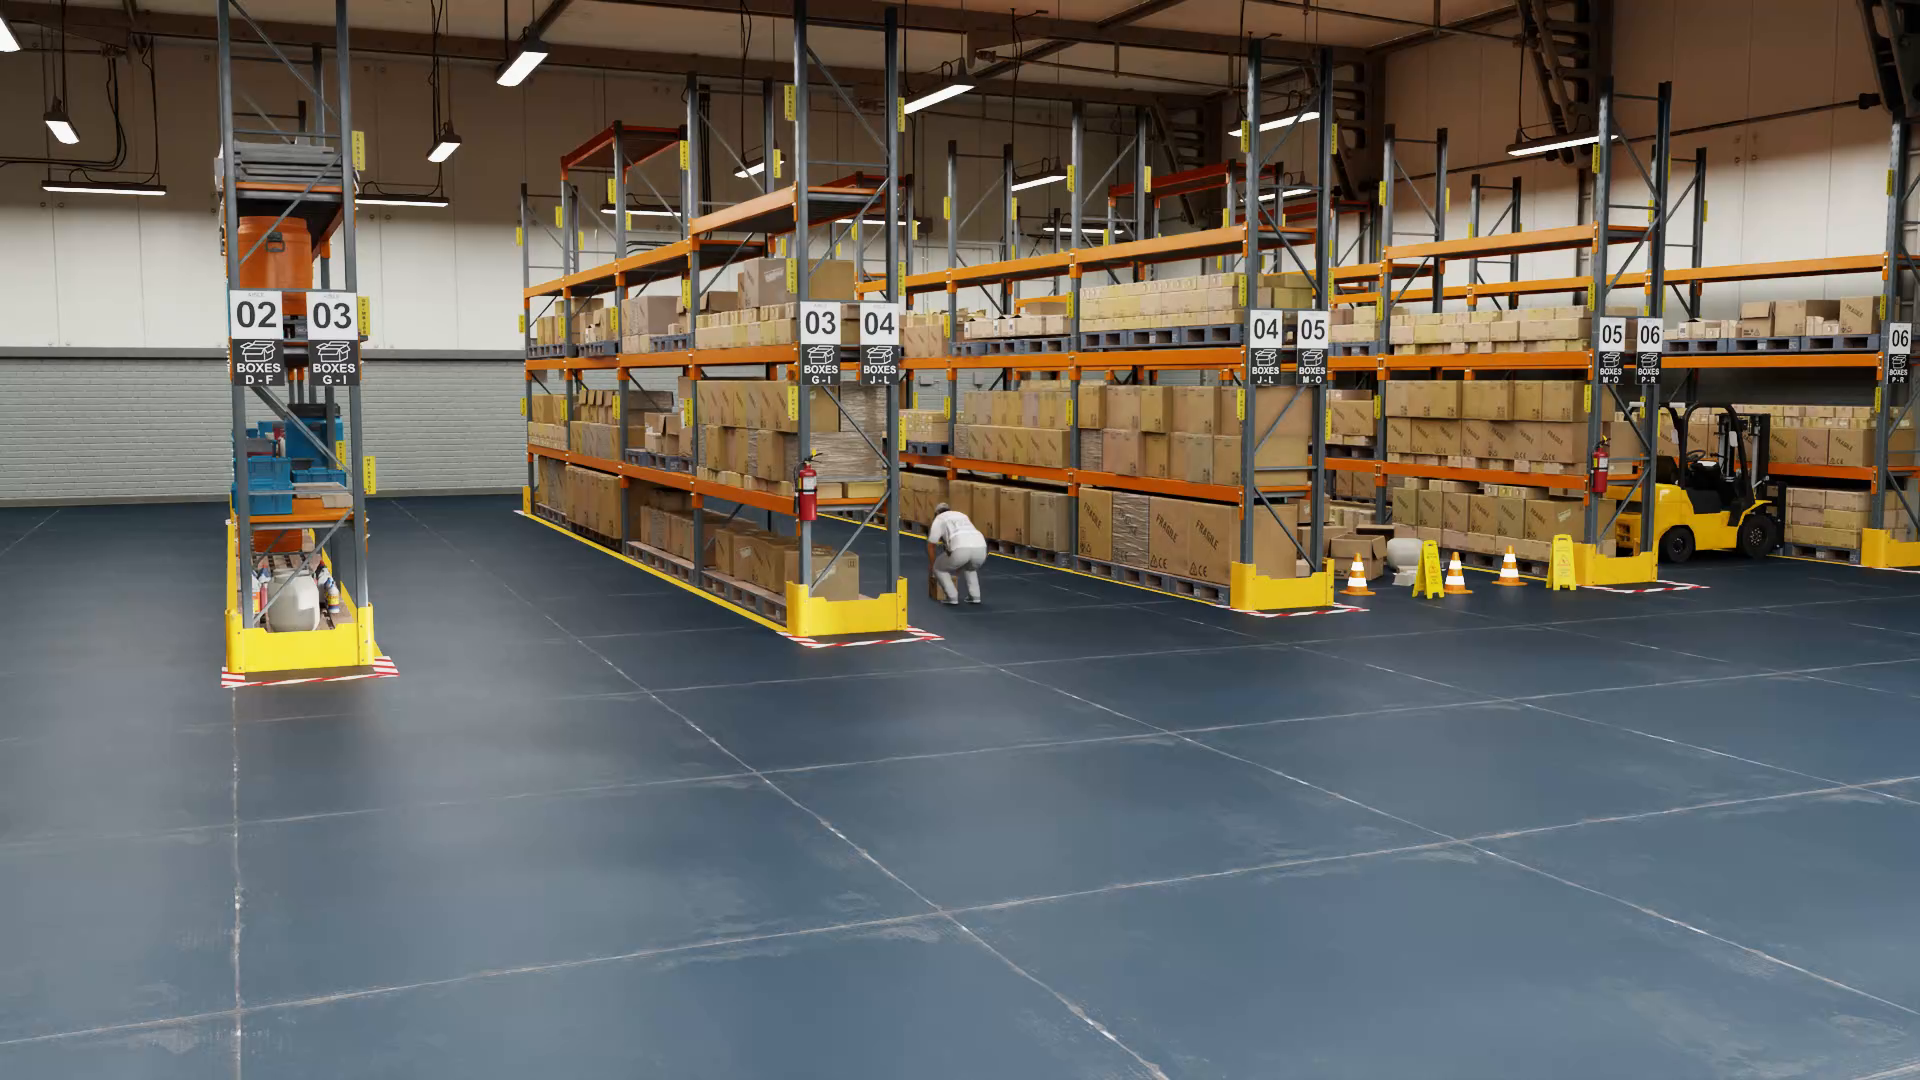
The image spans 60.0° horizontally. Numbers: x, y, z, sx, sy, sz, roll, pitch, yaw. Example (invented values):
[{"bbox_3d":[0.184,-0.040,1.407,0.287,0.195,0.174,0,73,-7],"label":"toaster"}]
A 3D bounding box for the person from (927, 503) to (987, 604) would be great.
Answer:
[{"bbox_3d":[-0.048,0.152,18.427,0.537,1.094,0.834,-2,6,-24],"label":"person"}]
